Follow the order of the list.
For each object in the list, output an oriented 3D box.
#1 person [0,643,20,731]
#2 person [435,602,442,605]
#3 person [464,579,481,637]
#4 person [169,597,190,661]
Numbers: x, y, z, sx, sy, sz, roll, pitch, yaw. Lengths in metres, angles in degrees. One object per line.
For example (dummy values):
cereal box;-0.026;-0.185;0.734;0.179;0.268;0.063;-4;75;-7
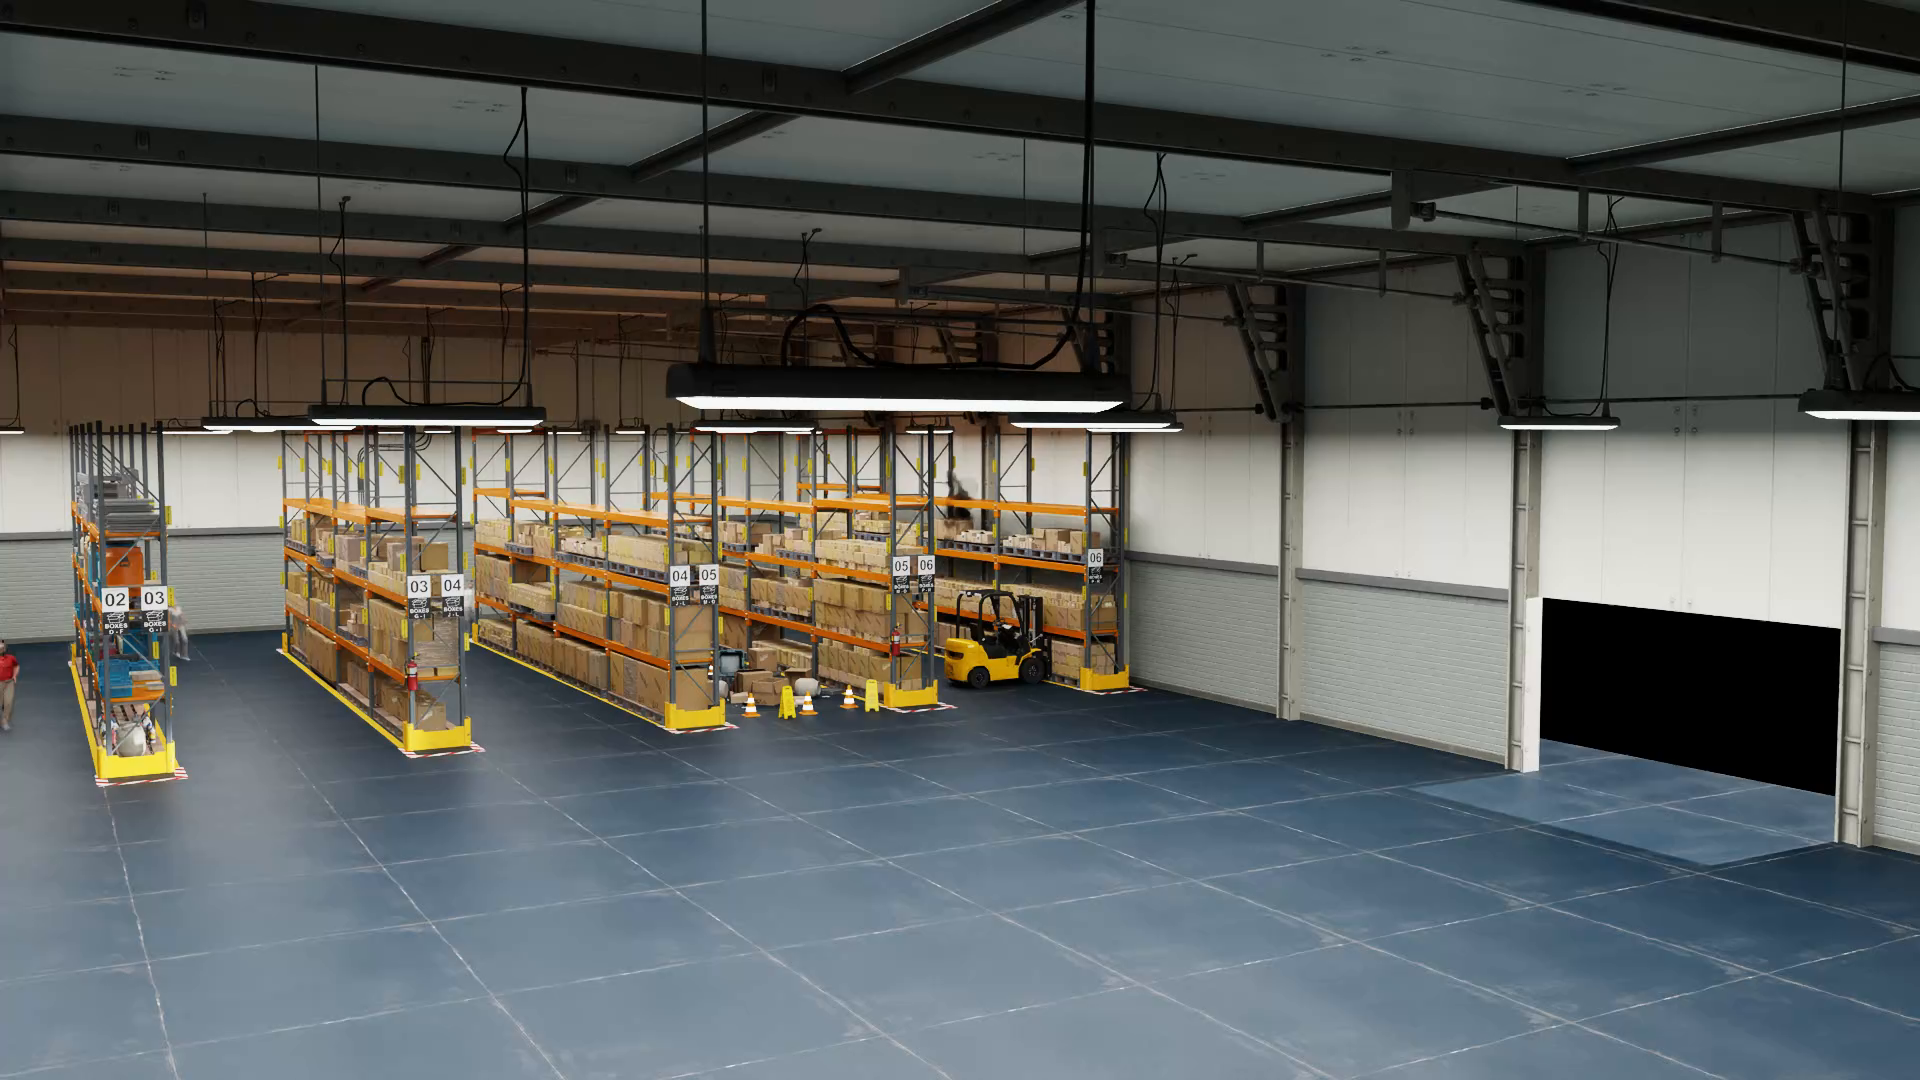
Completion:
person;-18.842;2.870;32.712;0.663;1.704;0.733;-3;5;-40
person;-14.630;2.018;46.899;0.616;1.651;0.723;1;4;15
person;-13.997;1.938;47.695;0.513;1.668;0.671;-1;4;-9
person;-20.174;2.303;42.693;0.812;1.693;0.617;3;4;37
